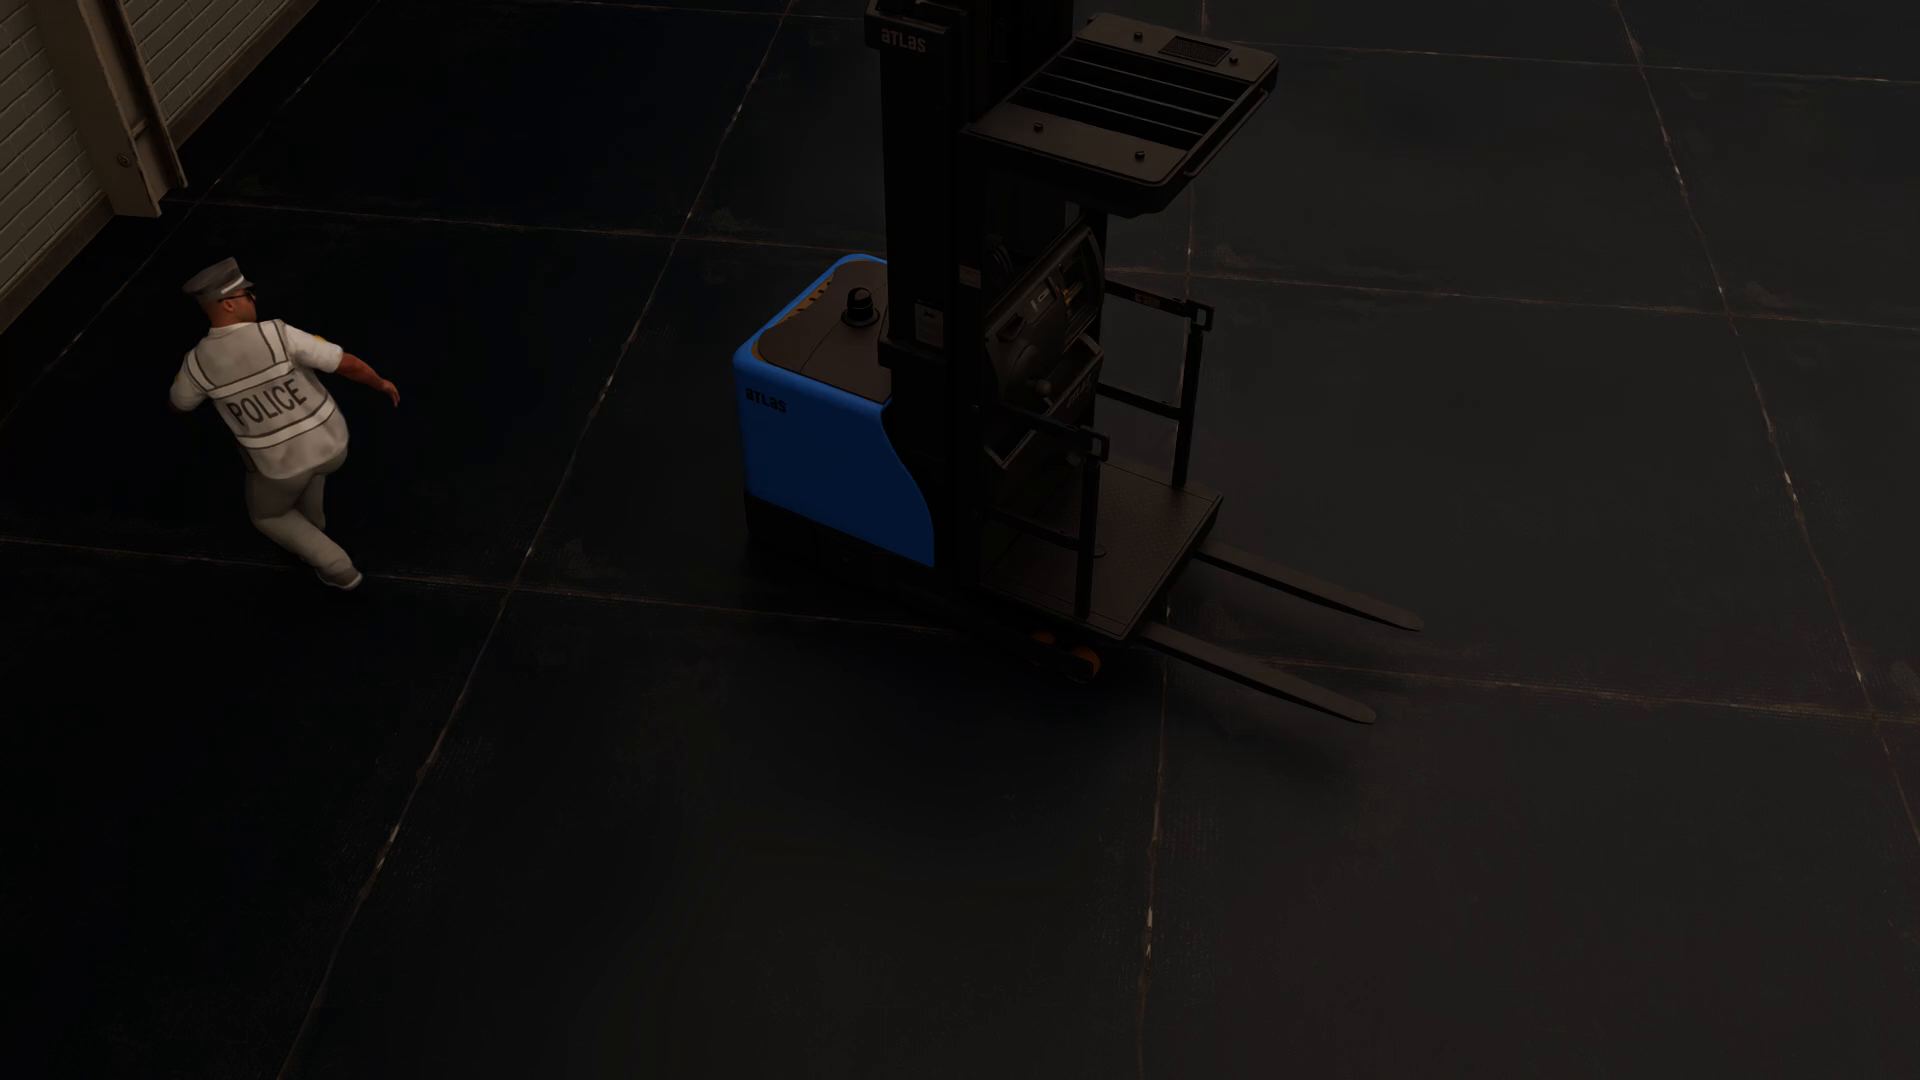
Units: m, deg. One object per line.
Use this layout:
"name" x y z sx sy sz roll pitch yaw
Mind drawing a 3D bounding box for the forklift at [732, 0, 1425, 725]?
"forklift" 0.529 -0.874 6.675 3.031 2.935 1.130 21 47 22

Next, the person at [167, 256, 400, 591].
"person" -2.932 -0.545 7.291 0.887 1.637 0.855 -26 49 -26
